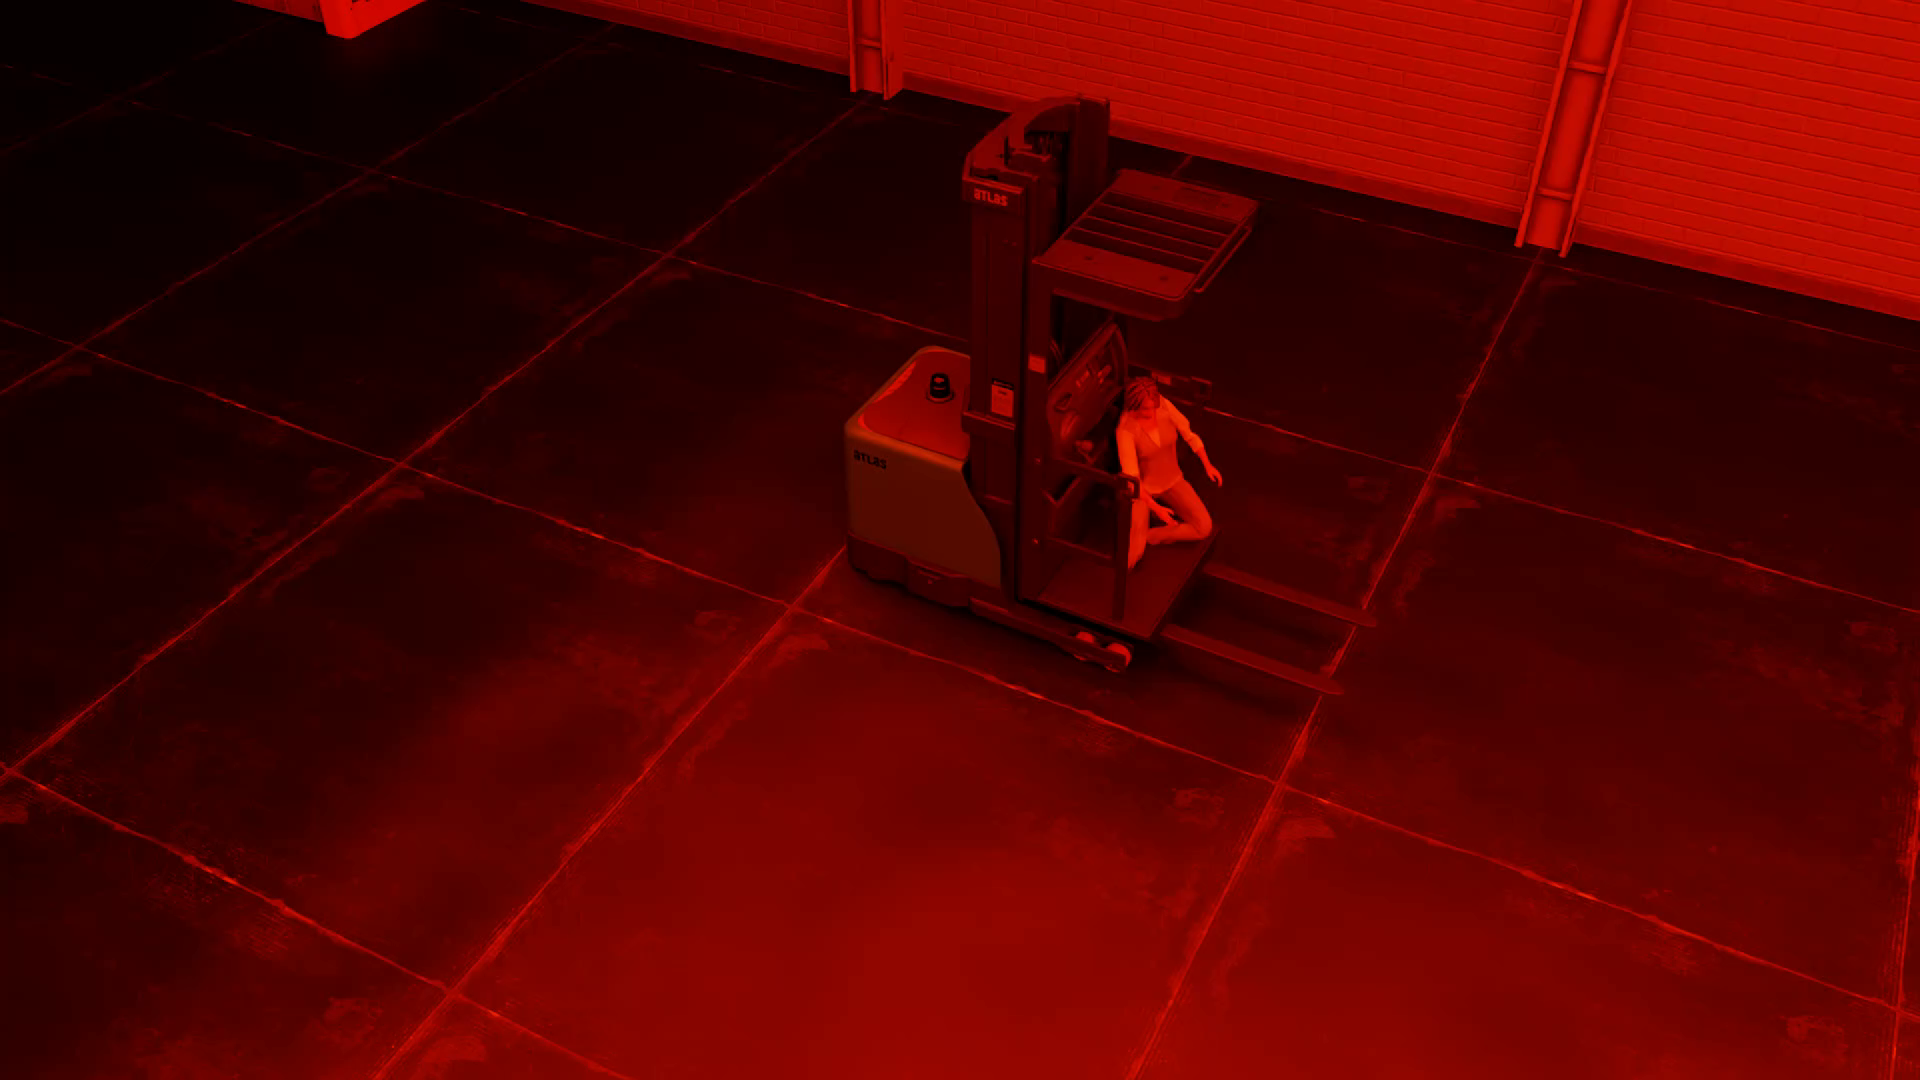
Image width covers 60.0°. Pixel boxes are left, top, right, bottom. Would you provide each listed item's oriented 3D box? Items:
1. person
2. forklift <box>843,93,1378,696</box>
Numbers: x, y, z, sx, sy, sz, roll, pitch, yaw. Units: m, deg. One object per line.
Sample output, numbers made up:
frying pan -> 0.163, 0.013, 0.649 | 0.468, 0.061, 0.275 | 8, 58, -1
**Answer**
person -> 1.117, -0.232, 9.405 | 0.728, 1.436, 0.661 | -18, 43, -21
forklift -> 0.868, -0.769, 8.899 | 3.031, 2.935, 1.130 | 19, 44, 21
